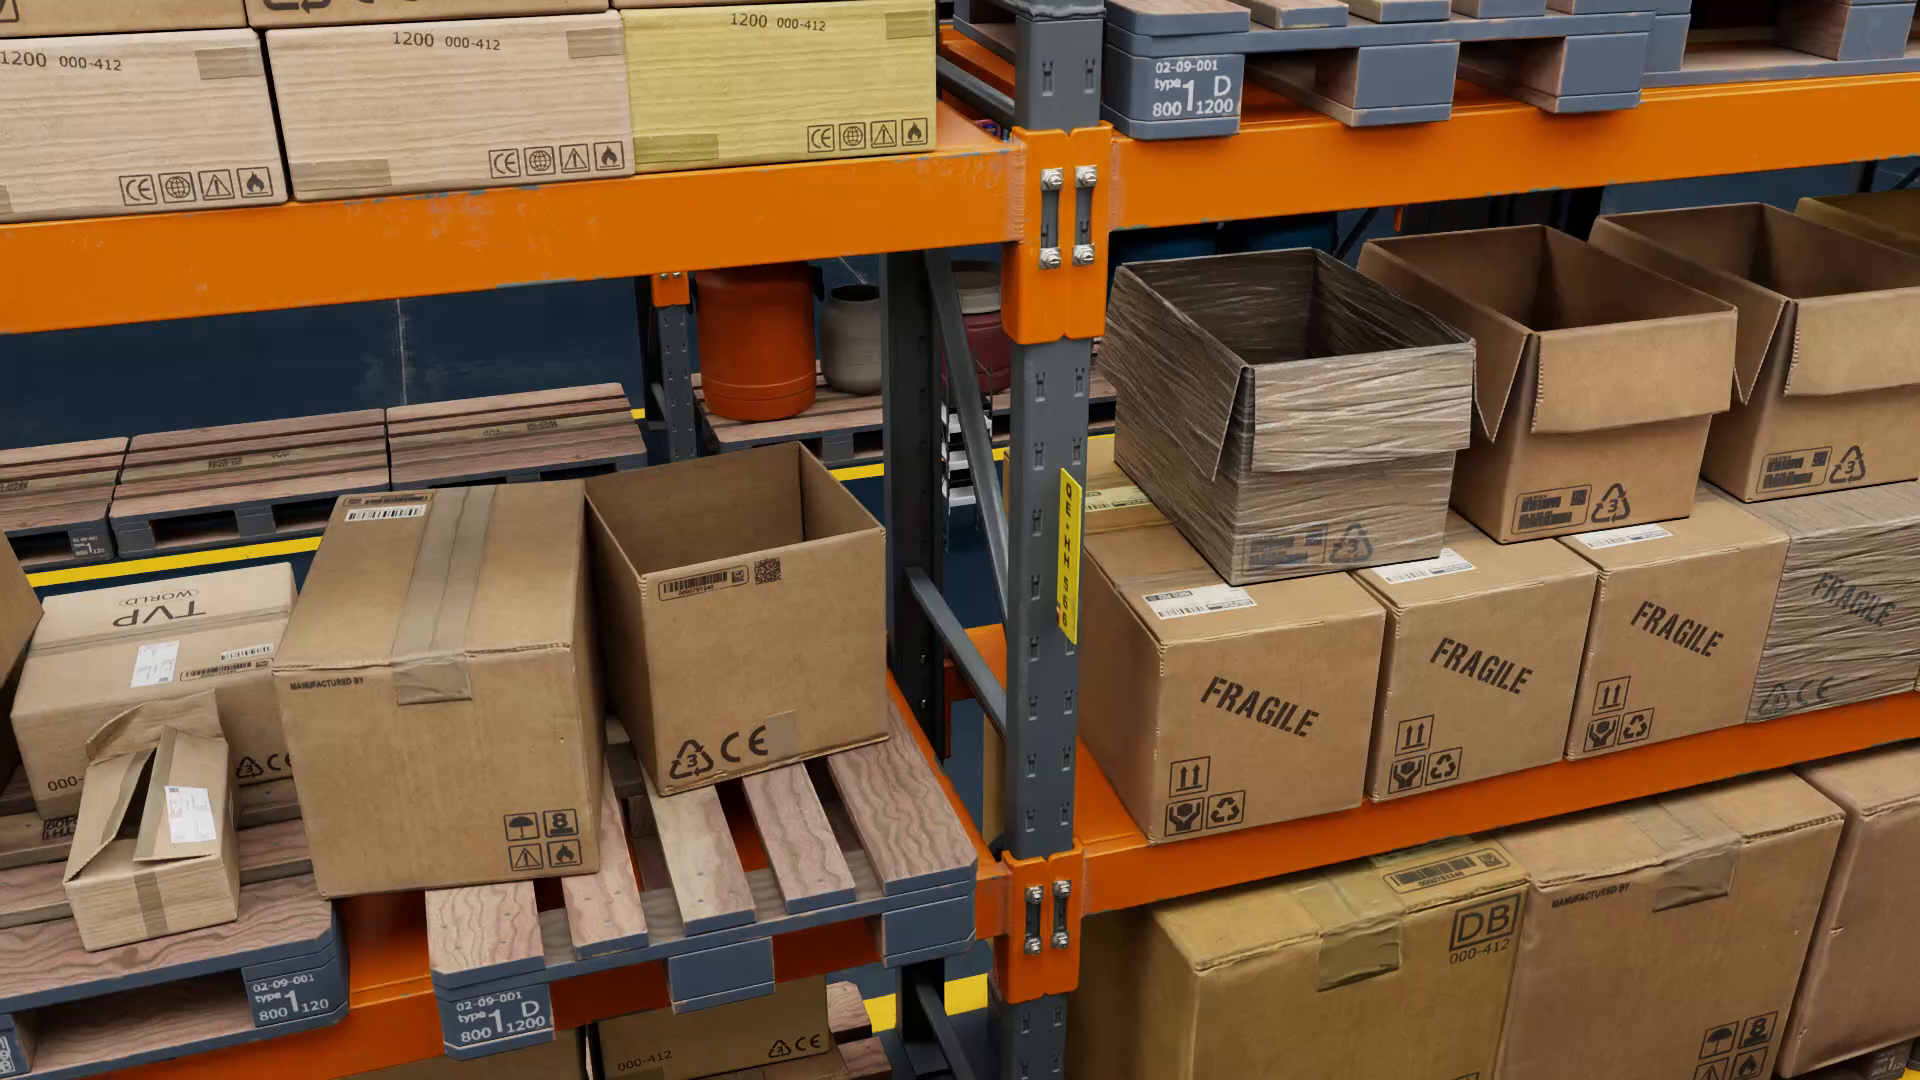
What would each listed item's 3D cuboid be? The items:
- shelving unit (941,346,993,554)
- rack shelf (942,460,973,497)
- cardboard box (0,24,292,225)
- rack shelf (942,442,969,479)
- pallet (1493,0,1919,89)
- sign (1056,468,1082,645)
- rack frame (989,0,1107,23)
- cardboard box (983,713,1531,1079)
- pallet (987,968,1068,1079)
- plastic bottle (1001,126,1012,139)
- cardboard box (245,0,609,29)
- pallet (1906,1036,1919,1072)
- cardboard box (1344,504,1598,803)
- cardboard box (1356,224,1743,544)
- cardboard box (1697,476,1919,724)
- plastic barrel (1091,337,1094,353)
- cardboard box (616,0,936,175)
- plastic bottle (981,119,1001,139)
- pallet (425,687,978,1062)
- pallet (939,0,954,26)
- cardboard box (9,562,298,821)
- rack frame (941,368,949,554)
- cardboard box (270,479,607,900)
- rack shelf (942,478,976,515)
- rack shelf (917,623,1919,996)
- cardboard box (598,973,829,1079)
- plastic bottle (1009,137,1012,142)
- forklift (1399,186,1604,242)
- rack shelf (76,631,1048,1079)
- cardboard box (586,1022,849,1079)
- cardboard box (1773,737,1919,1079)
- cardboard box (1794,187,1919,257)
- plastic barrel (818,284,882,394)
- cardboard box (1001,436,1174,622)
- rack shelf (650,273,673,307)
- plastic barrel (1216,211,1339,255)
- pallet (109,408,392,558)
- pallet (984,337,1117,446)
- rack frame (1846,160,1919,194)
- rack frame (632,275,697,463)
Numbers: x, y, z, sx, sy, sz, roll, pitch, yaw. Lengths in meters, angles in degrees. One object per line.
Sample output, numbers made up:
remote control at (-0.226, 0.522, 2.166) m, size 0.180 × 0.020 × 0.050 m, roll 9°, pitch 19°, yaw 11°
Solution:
shelving unit at (0.008, -0.404, 7.552) m, size 0.210 × 0.900 × 0.258 m, roll -8°, pitch 28°, yaw -16°
rack shelf at (0.008, -0.294, 7.607) m, size 0.200 × 0.077 × 0.258 m, roll -8°, pitch 28°, yaw -16°
cardboard box at (-1.298, -0.679, 2.539) m, size 0.500 × 0.250 × 0.500 m, roll -7°, pitch 27°, yaw -15°
rack shelf at (0.008, -0.374, 7.567) m, size 0.200 × 0.077 × 0.258 m, roll -8°, pitch 28°, yaw -16°
pallet at (1.683, -1.239, 3.711) m, size 1.213 × 0.211 × 1.003 m, roll -7°, pitch 27°, yaw -14°
sign at (0.201, 0.032, 3.100) m, size 0.005 × 0.325 × 0.100 m, roll -8°, pitch 28°, yaw -16°
rack frame at (0.024, -2.401, 2.466) m, size 0.127 × 3.000 × 1.000 m, roll -8°, pitch 28°, yaw -16°
cardboard box at (0.687, 0.964, 4.352) m, size 0.875 × 0.875 × 1.225 m, roll -10°, pitch 28°, yaw -18°
pallet at (0.797, 1.459, 4.574) m, size 1.213 × 0.211 × 1.003 m, roll -8°, pitch 28°, yaw -16°
plastic bottle at (0.297, -2.227, 8.918) m, size 0.185 × 0.351 × 0.144 m, roll -8°, pitch 28°, yaw -16°
cardboard box at (-0.836, -1.079, 2.502) m, size 0.500 × 0.500 × 0.500 m, roll -8°, pitch 28°, yaw -16°
pallet at (3.117, 1.123, 5.251) m, size 1.213 × 0.211 × 1.003 m, roll -8°, pitch 28°, yaw -16°
cardboard box at (1.061, 0.218, 3.825) m, size 0.500 × 0.500 × 0.500 m, roll -9°, pitch 28°, yaw -17°
cardboard box at (1.345, -0.390, 3.922) m, size 0.637 × 0.503 × 0.797 m, roll -8°, pitch 27°, yaw -15°
cardboard box at (2.023, 0.078, 4.107) m, size 0.500 × 0.500 × 0.500 m, roll -8°, pitch 28°, yaw -16°
plastic barrel at (0.534, -1.227, 9.174) m, size 0.421 × 0.512 × 0.421 m, roll 0°, pitch 26°, yaw 0°
cardboard box at (-0.352, -0.821, 2.825) m, size 0.500 × 0.250 × 0.500 m, roll -8°, pitch 28°, yaw -16°
plastic bottle at (0.151, -2.167, 8.873) m, size 0.133 × 0.283 × 0.061 m, roll -8°, pitch 28°, yaw -16°
pallet at (-0.620, 0.516, 3.554) m, size 1.003 × 0.211 × 1.213 m, roll -8°, pitch 28°, yaw -16°
pallet at (-0.030, -4.303, 13.261) m, size 1.213 × 0.211 × 1.003 m, roll -8°, pitch 28°, yaw -16°
cardboard box at (-1.640, 0.299, 3.470) m, size 0.500 × 0.250 × 0.500 m, roll -9°, pitch 28°, yaw -18°
rack frame at (-0.089, -0.390, 7.524) m, size 0.006 × 0.900 × 0.240 m, roll -8°, pitch 28°, yaw -16°
cardboard box at (-0.976, 0.264, 3.260) m, size 0.500 × 0.500 × 0.700 m, roll -4°, pitch 27°, yaw -8°
rack shelf at (0.008, -0.213, 7.647) m, size 0.200 × 0.077 × 0.258 m, roll -8°, pitch 28°, yaw -16°
rack shelf at (1.926, 0.333, 4.514) m, size 4.000 × 0.370 × 1.077 m, roll -8°, pitch 28°, yaw -16°
cardboard box at (-0.603, 0.978, 3.879) m, size 0.500 × 0.250 × 0.500 m, roll -7°, pitch 27°, yaw -14°
plastic bottle at (0.321, -1.866, 8.275) m, size 0.135 × 0.276 × 0.152 m, roll -8°, pitch 28°, yaw -16°
forklift at (2.327, -0.719, 5.903) m, size 3.031 × 2.935 × 1.130 m, roll 14°, pitch 30°, yaw 26°
rack shelf at (-1.877, 0.884, 3.405) m, size 4.000 × 0.370 × 1.077 m, roll -8°, pitch 28°, yaw -16°
cardboard box at (-0.606, 1.310, 4.055) m, size 0.500 × 0.500 × 0.700 m, roll -10°, pitch 28°, yaw -19°
cardboard box at (2.376, 0.719, 4.845) m, size 0.875 × 0.875 × 1.225 m, roll -9°, pitch 28°, yaw -18°
cardboard box at (2.567, -0.577, 4.299) m, size 0.637 × 0.503 × 0.797 m, roll -8°, pitch 27°, yaw -16°
plastic barrel at (-0.540, -1.072, 8.861) m, size 0.421 × 0.512 × 0.421 m, roll 0°, pitch 26°, yaw 0°
cardboard box at (0.417, 0.069, 4.125) m, size 0.500 × 0.500 × 0.500 m, roll -7°, pitch 27°, yaw -15°
rack shelf at (-3.411, -1.210, 7.623) m, size 4.000 × 0.370 × 1.077 m, roll -8°, pitch 28°, yaw -16°
plastic barrel at (1.771, -1.539, 9.364) m, size 0.708 × 0.901 × 0.600 m, roll -8°, pitch 28°, yaw -16°
pallet at (-3.416, -0.302, 8.121) m, size 1.213 × 0.211 × 1.003 m, roll -8°, pitch 28°, yaw -16°
pallet at (0.385, -0.851, 9.227) m, size 1.213 × 0.211 × 1.003 m, roll -8°, pitch 28°, yaw -16°
rack frame at (6.097, -2.909, 10.237) m, size 0.127 × 3.000 × 1.000 m, roll -8°, pitch 28°, yaw -16°
rack frame at (-1.509, -1.808, 8.018) m, size 0.127 × 3.000 × 1.000 m, roll -8°, pitch 28°, yaw -16°
